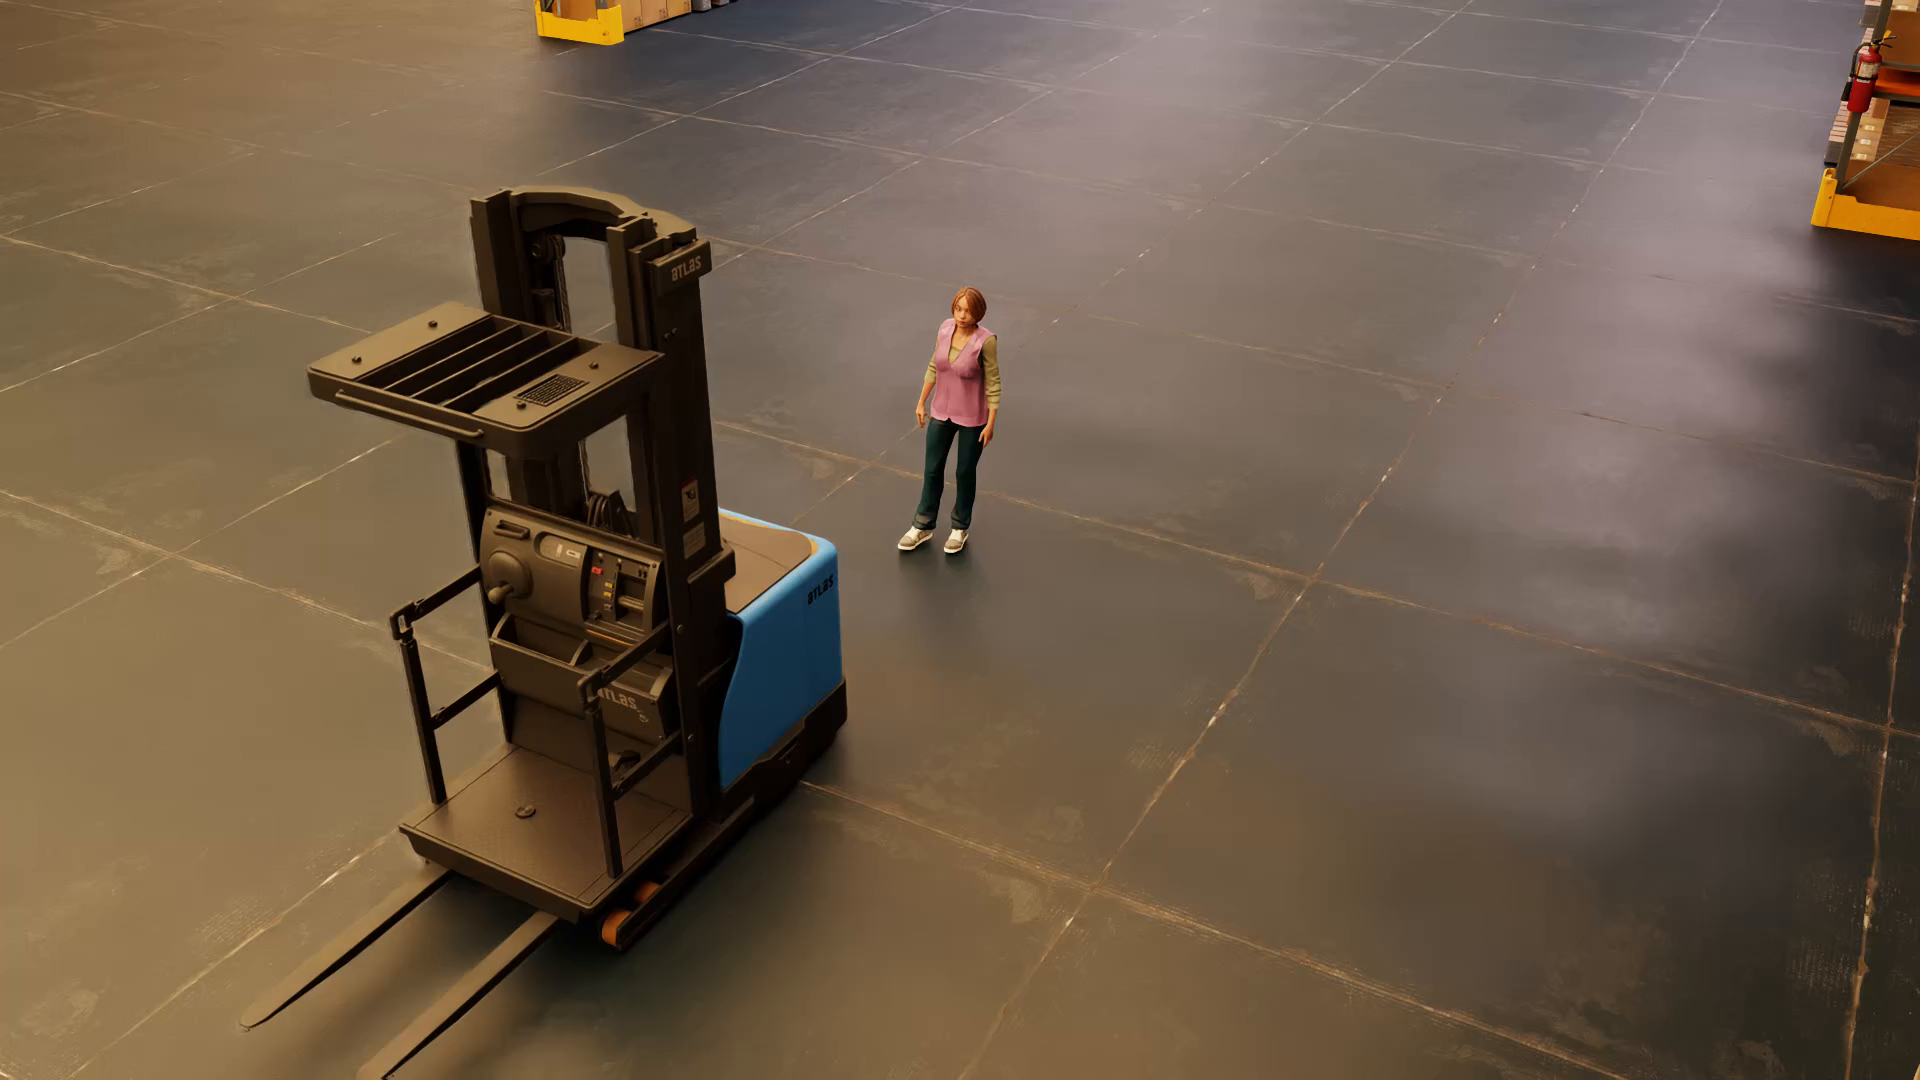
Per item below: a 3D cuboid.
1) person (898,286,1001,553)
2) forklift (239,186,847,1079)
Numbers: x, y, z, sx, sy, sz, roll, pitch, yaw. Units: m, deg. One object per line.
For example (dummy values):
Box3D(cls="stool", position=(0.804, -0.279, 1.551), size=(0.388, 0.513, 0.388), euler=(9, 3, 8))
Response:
Box3D(cls="person", position=(-0.049, -0.669, 9.549), size=(0.520, 1.599, 0.473), euler=(15, 33, 25))
Box3D(cls="forklift", position=(-1.726, 0.191, 6.740), size=(1.130, 2.935, 3.031), euler=(16, 34, 25))
